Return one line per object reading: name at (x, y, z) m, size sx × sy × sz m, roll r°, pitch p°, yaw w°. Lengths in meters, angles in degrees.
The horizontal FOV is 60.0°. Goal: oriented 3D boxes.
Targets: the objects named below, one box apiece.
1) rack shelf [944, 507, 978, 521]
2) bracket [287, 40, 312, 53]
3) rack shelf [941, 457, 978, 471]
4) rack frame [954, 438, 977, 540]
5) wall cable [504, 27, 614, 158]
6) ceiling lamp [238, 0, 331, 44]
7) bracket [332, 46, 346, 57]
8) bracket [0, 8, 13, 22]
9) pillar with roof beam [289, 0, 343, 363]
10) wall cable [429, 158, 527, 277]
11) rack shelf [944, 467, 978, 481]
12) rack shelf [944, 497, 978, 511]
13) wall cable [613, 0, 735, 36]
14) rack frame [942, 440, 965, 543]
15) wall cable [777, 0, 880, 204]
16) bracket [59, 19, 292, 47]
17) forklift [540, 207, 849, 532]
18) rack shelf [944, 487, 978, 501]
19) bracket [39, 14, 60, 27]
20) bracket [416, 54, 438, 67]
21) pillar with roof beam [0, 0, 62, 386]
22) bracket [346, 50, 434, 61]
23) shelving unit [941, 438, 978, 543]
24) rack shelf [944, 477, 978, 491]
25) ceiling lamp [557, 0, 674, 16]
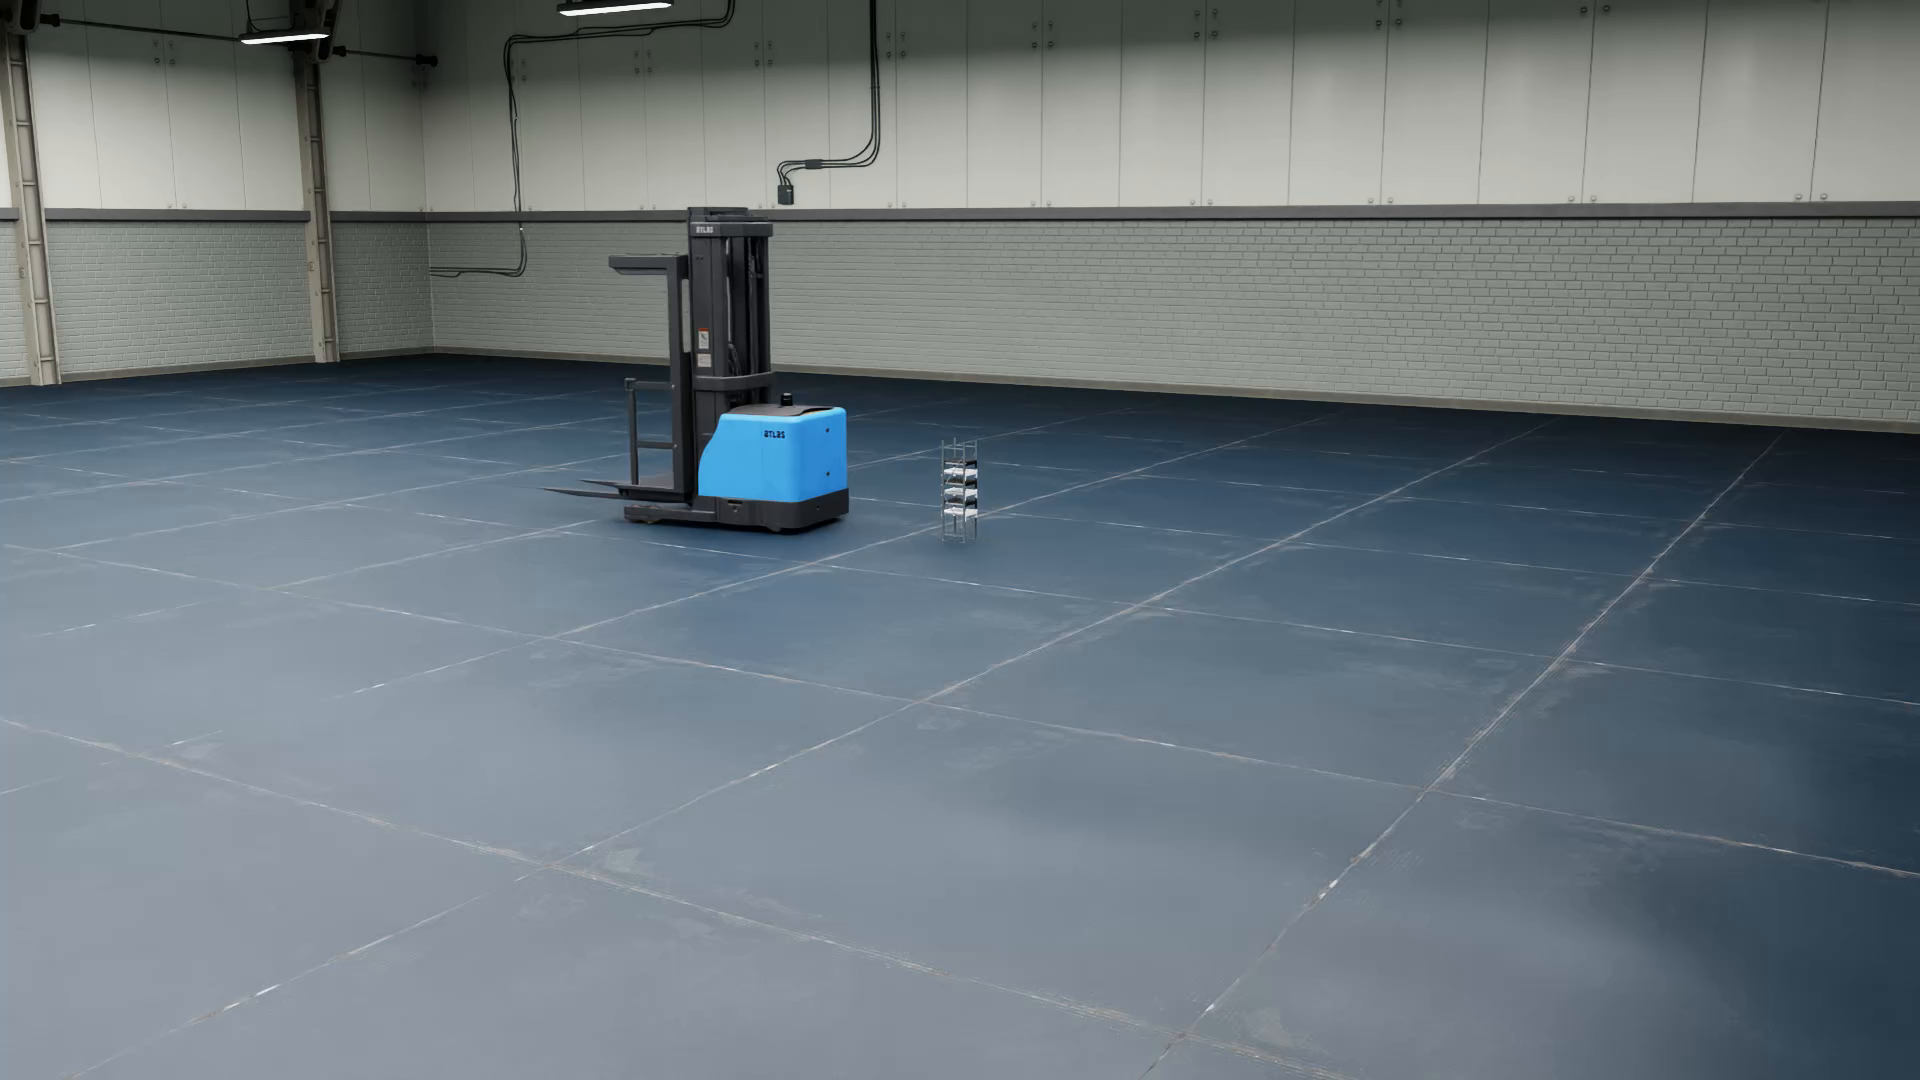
rack shelf at (-0.004, -0.231, 14.818) m, size 0.258 × 0.077 × 0.200 m, roll 6°, pitch 12°, yaw 31°
bracket at (-13.149, -9.823, 33.102) m, size 0.235 × 0.232 × 0.430 m, roll 6°, pitch 12°, yaw 31°
rack shelf at (-0.004, -0.674, 14.736) m, size 0.258 × 0.077 × 0.200 m, roll 6°, pitch 12°, yaw 31°
rack frame at (0.049, -0.457, 14.864) m, size 0.240 × 0.900 × 0.006 m, roll 6°, pitch 12°, yaw 31°
wall cable at (-8.265, -9.188, 34.204) m, size 3.097 × 2.526 × 0.112 m, roll 6°, pitch 12°, yaw 31°
ceiling lamp at (-11.183, -9.961, 27.756) m, size 2.000 × 3.185 × 0.800 m, roll 6°, pitch 12°, yaw 31°
bracket at (-12.718, -9.954, 33.799) m, size 0.235 × 0.232 × 0.430 m, roll 6°, pitch 12°, yaw 31°
bracket at (-16.264, -8.879, 28.062) m, size 0.235 × 0.232 × 0.430 m, roll 6°, pitch 12°, yaw 31°
pillar with roof beam at (-9.557, -7.742, 31.766) m, size 9.100 × 9.000 × 0.548 m, roll 6°, pitch 12°, yaw 31°
wall cable at (-10.577, -6.964, 36.049) m, size 3.097 × 2.526 × 0.112 m, roll 6°, pitch 12°, yaw 31°
rack shelf at (-0.004, -0.585, 14.752) m, size 0.258 × 0.077 × 0.200 m, roll 6°, pitch 12°, yaw 31°
rack shelf at (-0.004, -0.320, 14.802) m, size 0.258 × 0.077 × 0.200 m, roll 6°, pitch 12°, yaw 31°
wall cable at (-5.620, -11.128, 32.206) m, size 3.097 × 2.526 × 0.112 m, roll 6°, pitch 12°, yaw 31°
rack frame at (-0.057, -0.425, 14.694) m, size 0.240 × 0.900 × 0.006 m, roll 6°, pitch 12°, yaw 31°
wall cable at (-2.471, -9.252, 30.592) m, size 2.305 × 6.003 × 0.169 m, roll 6°, pitch 12°, yaw 31°
bracket at (-14.486, -9.418, 30.938) m, size 0.076 × 0.066 × 4.783 m, roll 6°, pitch 12°, yaw 31°
forklift at (-2.622, -1.671, 15.830) m, size 3.031 × 2.935 × 1.130 m, roll 5°, pitch 12°, yaw 24°
rack shelf at (-0.004, -0.408, 14.785) m, size 0.258 × 0.077 × 0.200 m, roll 6°, pitch 12°, yaw 31°
bracket at (-15.833, -9.010, 28.759) m, size 0.235 × 0.232 × 0.430 m, roll 6°, pitch 12°, yaw 31°
bracket at (-11.487, -10.326, 35.790) m, size 0.235 × 0.232 × 0.430 m, roll 6°, pitch 12°, yaw 31°
pillar with roof beam at (-12.672, -6.798, 26.726) m, size 9.100 × 9.000 × 0.548 m, roll 6°, pitch 12°, yaw 31°
bracket at (-11.794, -10.233, 35.294) m, size 0.076 × 0.066 × 3.189 m, roll 6°, pitch 12°, yaw 31°
shelving unit at (-0.004, -0.441, 14.779) m, size 0.258 × 0.900 × 0.210 m, roll 6°, pitch 12°, yaw 31°
rack shelf at (-0.004, -0.497, 14.769) m, size 0.258 × 0.077 × 0.200 m, roll 6°, pitch 12°, yaw 31°
ceiling lamp at (-4.867, -9.255, 23.985) m, size 2.000 × 3.185 × 0.800 m, roll 6°, pitch 12°, yaw 31°
